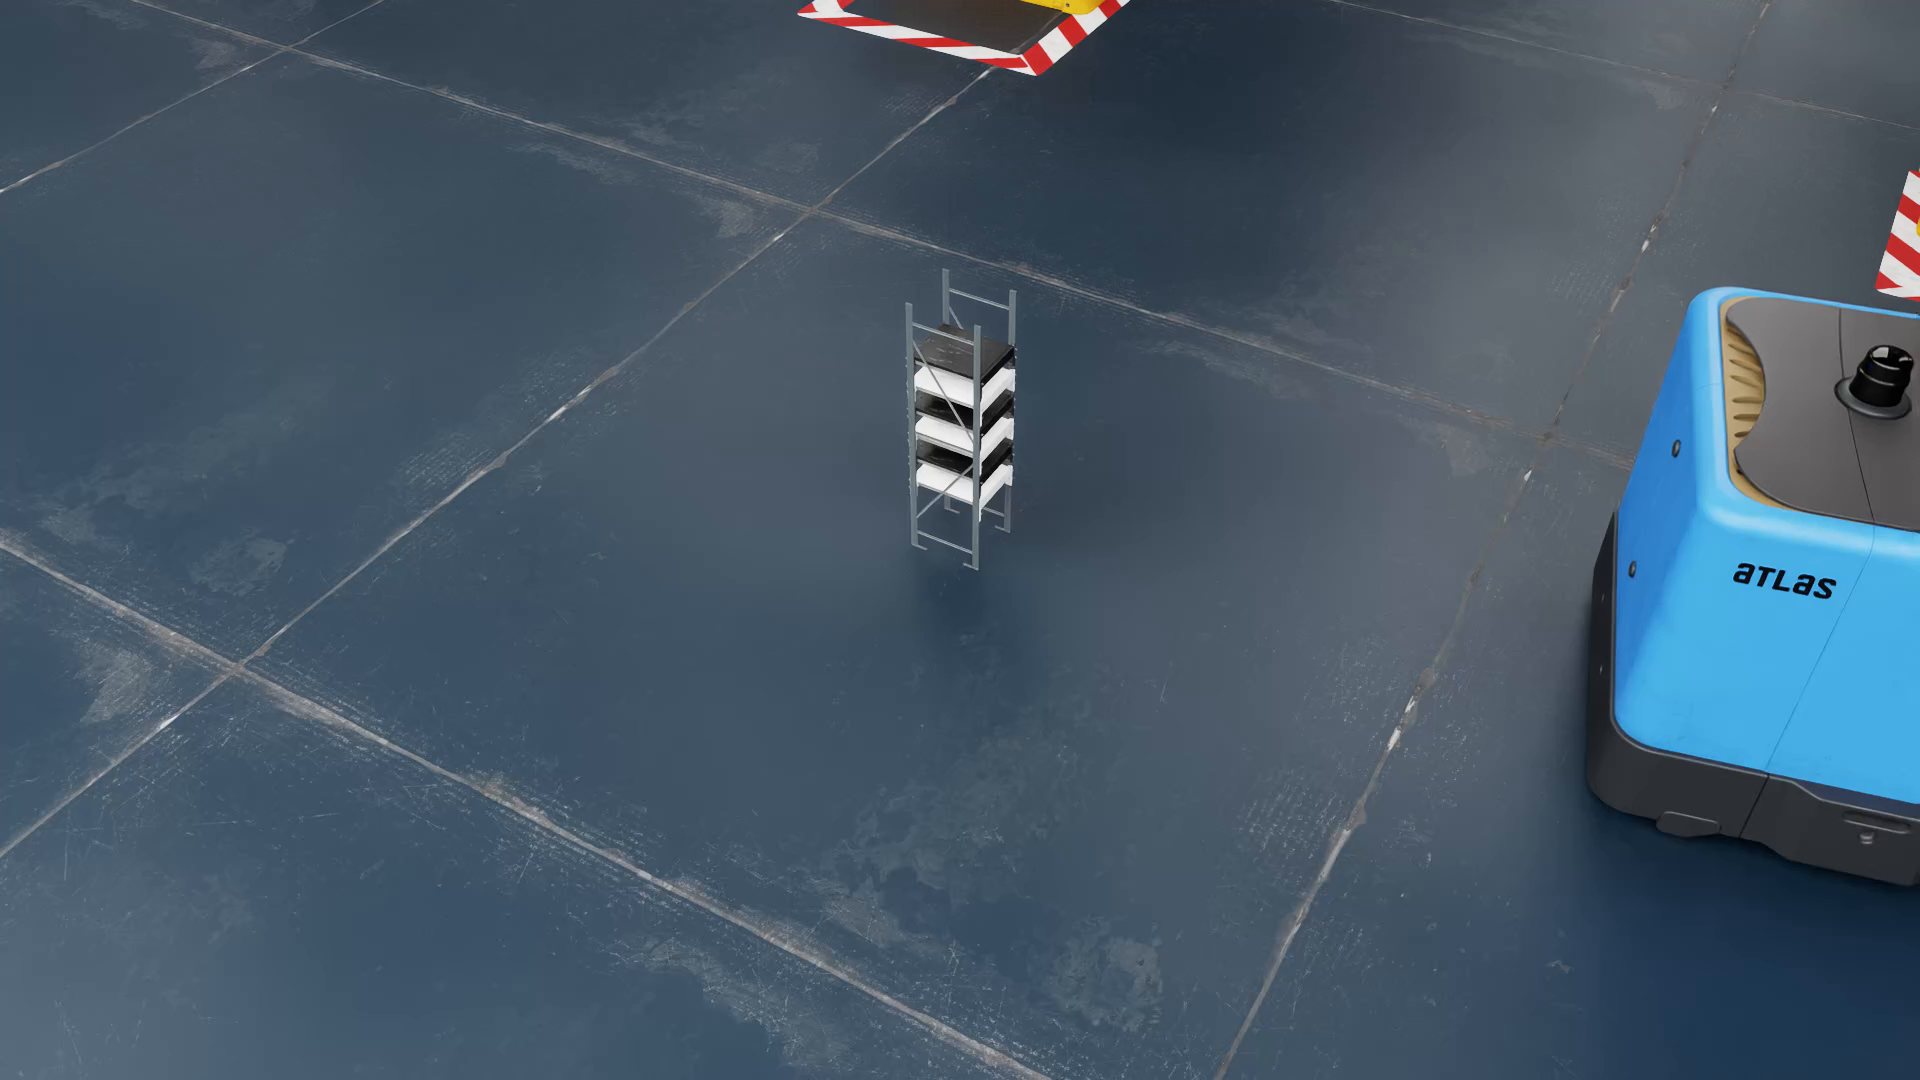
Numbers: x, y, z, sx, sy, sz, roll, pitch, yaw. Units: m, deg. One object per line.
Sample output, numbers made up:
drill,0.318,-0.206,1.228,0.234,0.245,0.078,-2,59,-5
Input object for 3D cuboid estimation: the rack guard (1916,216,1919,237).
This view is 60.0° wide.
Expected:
rack guard,4.387,-1.292,6.339,1.175,0.500,0.348,21,45,22

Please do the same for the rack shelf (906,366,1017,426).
rack shelf,0.004,-0.452,4.861,0.258,0.077,0.200,21,45,22

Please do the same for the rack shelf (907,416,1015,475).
rack shelf,0.004,-0.317,4.980,0.258,0.077,0.200,21,45,22

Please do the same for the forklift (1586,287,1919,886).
forklift,3.240,-0.390,3.475,3.031,2.935,1.130,12,43,13

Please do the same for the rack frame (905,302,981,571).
rack frame,-0.047,-0.284,4.892,0.240,0.900,0.006,21,45,22

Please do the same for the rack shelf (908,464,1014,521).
rack shelf,0.004,-0.182,5.099,0.258,0.077,0.200,21,45,22

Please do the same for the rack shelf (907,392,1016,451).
rack shelf,0.004,-0.385,4.920,0.258,0.077,0.200,21,45,22

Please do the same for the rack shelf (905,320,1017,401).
rack shelf,0.004,-0.520,4.801,0.258,0.077,0.200,21,45,22

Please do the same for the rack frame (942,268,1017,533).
rack frame,0.055,-0.401,5.024,0.240,0.900,0.006,21,45,22

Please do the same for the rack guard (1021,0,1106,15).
rack guard,0.193,-3.048,8.333,1.175,0.500,0.348,21,45,22

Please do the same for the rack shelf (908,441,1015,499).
rack shelf,0.004,-0.250,5.039,0.258,0.077,0.200,21,45,22

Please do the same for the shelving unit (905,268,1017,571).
shelving unit,0.004,-0.342,4.958,0.258,0.900,0.210,21,45,22
